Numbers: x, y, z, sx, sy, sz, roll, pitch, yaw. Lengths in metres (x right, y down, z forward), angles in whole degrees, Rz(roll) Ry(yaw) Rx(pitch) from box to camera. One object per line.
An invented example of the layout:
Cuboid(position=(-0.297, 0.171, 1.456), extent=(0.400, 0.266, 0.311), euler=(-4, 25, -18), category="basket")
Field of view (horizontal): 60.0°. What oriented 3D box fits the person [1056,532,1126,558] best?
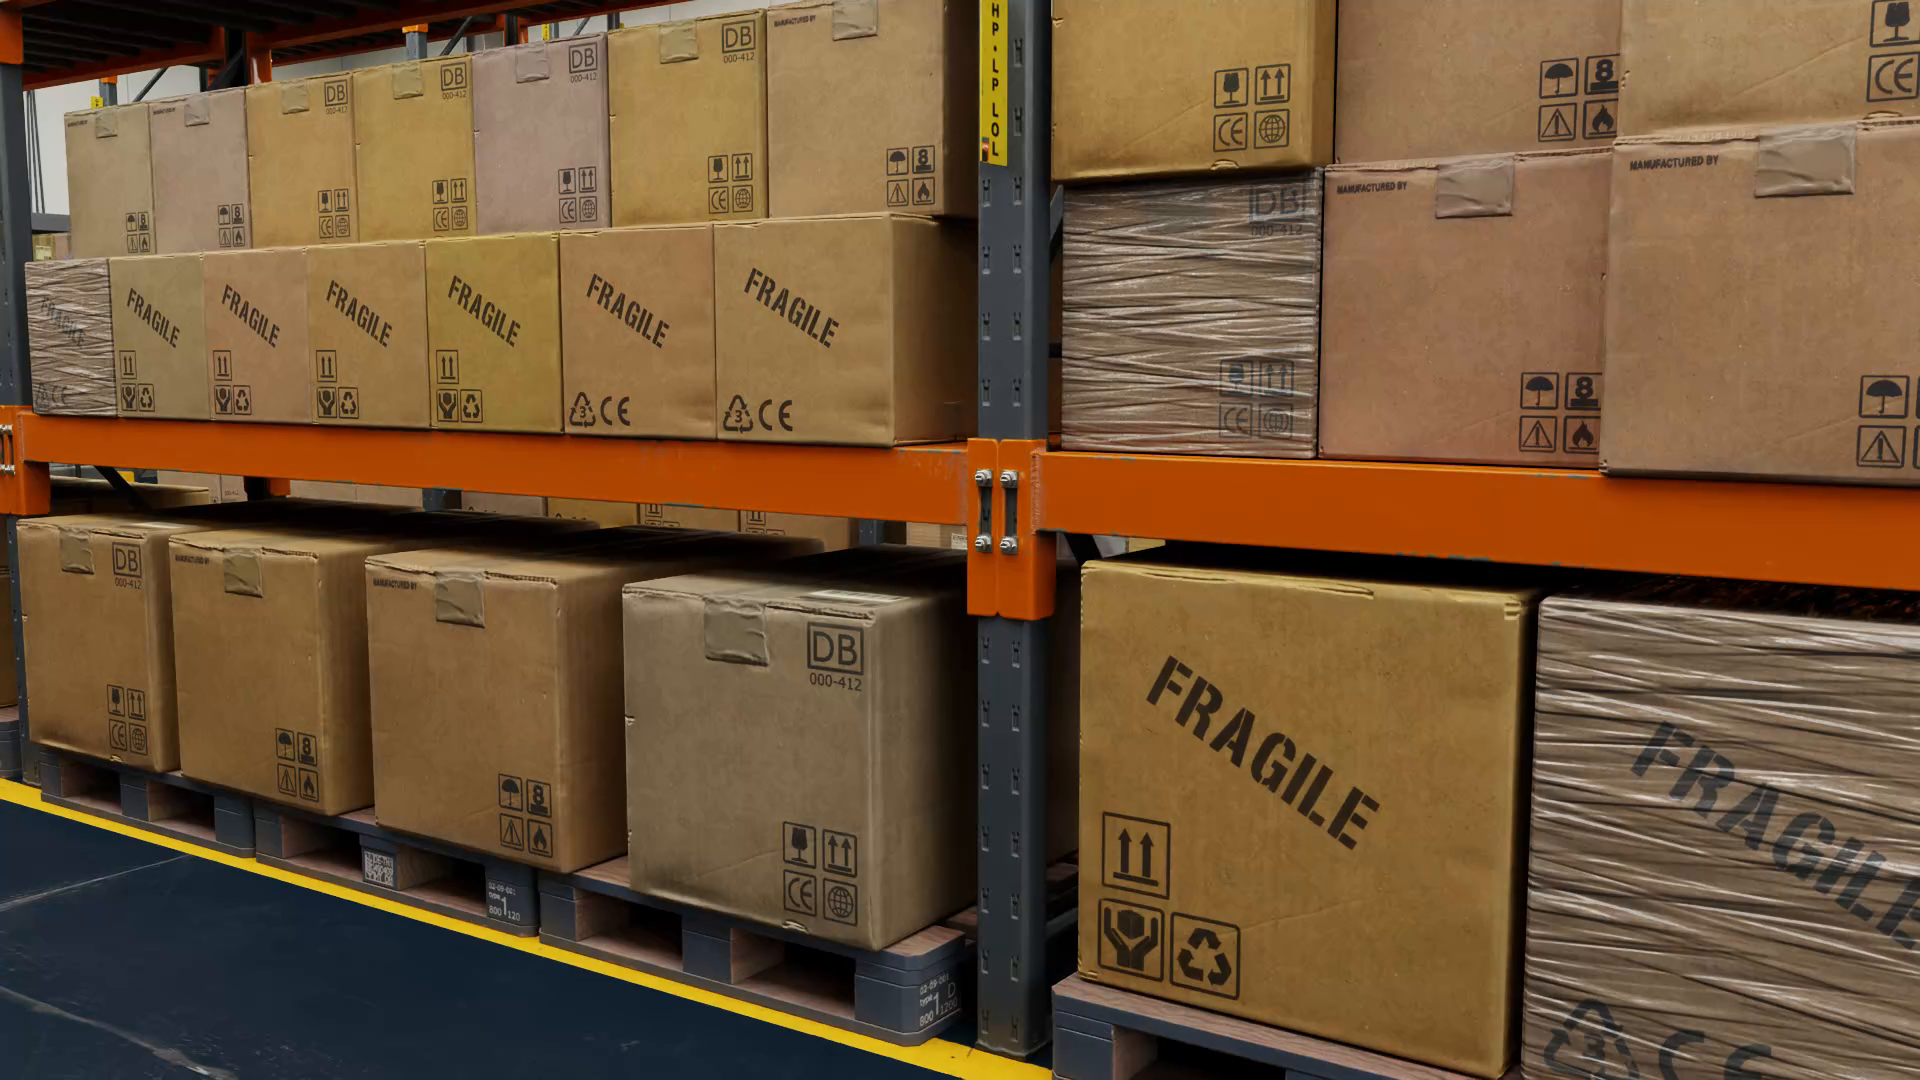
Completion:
Cuboid(position=(0.557, -0.151, 7.384), extent=(0.447, 1.696, 0.469), euler=(4, 8, 34), category="person")
